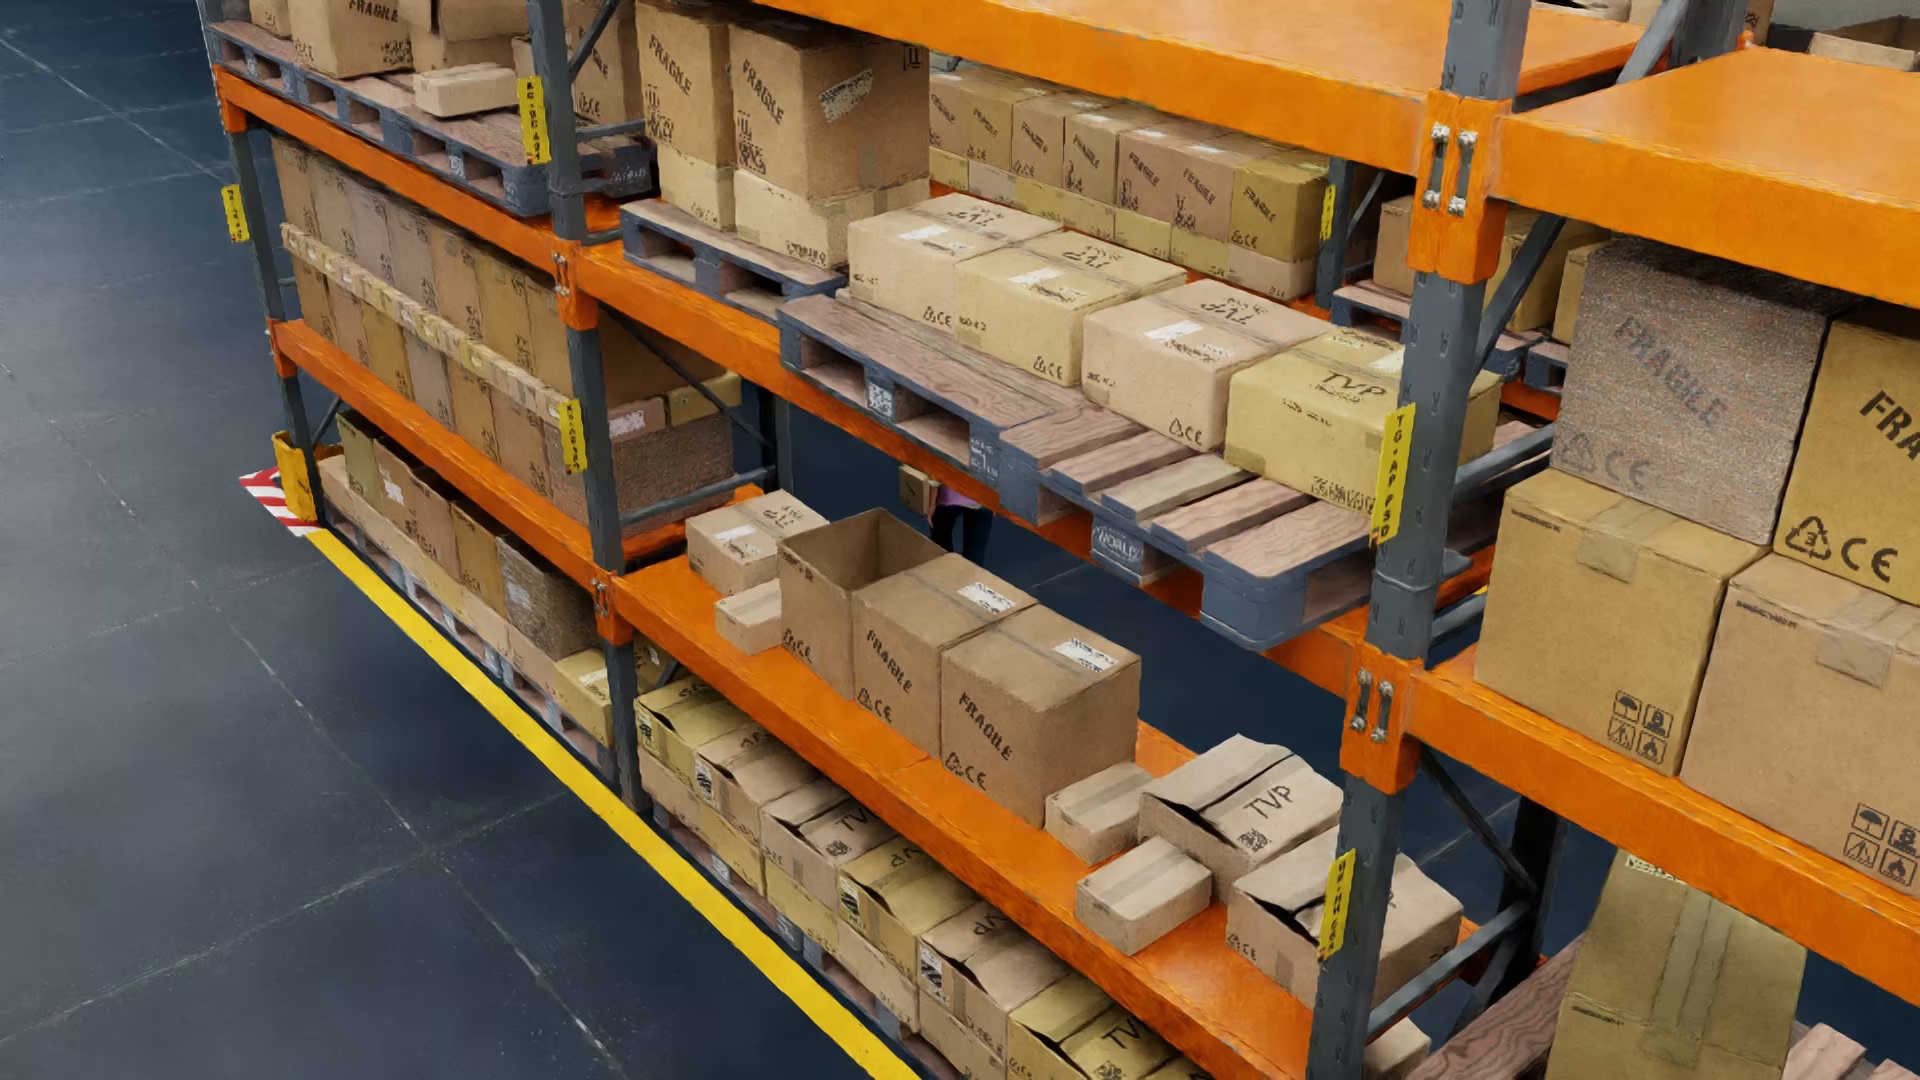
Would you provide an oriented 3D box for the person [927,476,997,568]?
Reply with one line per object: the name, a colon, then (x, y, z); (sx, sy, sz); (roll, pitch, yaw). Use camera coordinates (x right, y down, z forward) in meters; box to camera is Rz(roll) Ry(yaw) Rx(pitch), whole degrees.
person: (0.035, -0.199, 8.991); (0.442, 1.577, 0.499); (-3, 29, -6)
